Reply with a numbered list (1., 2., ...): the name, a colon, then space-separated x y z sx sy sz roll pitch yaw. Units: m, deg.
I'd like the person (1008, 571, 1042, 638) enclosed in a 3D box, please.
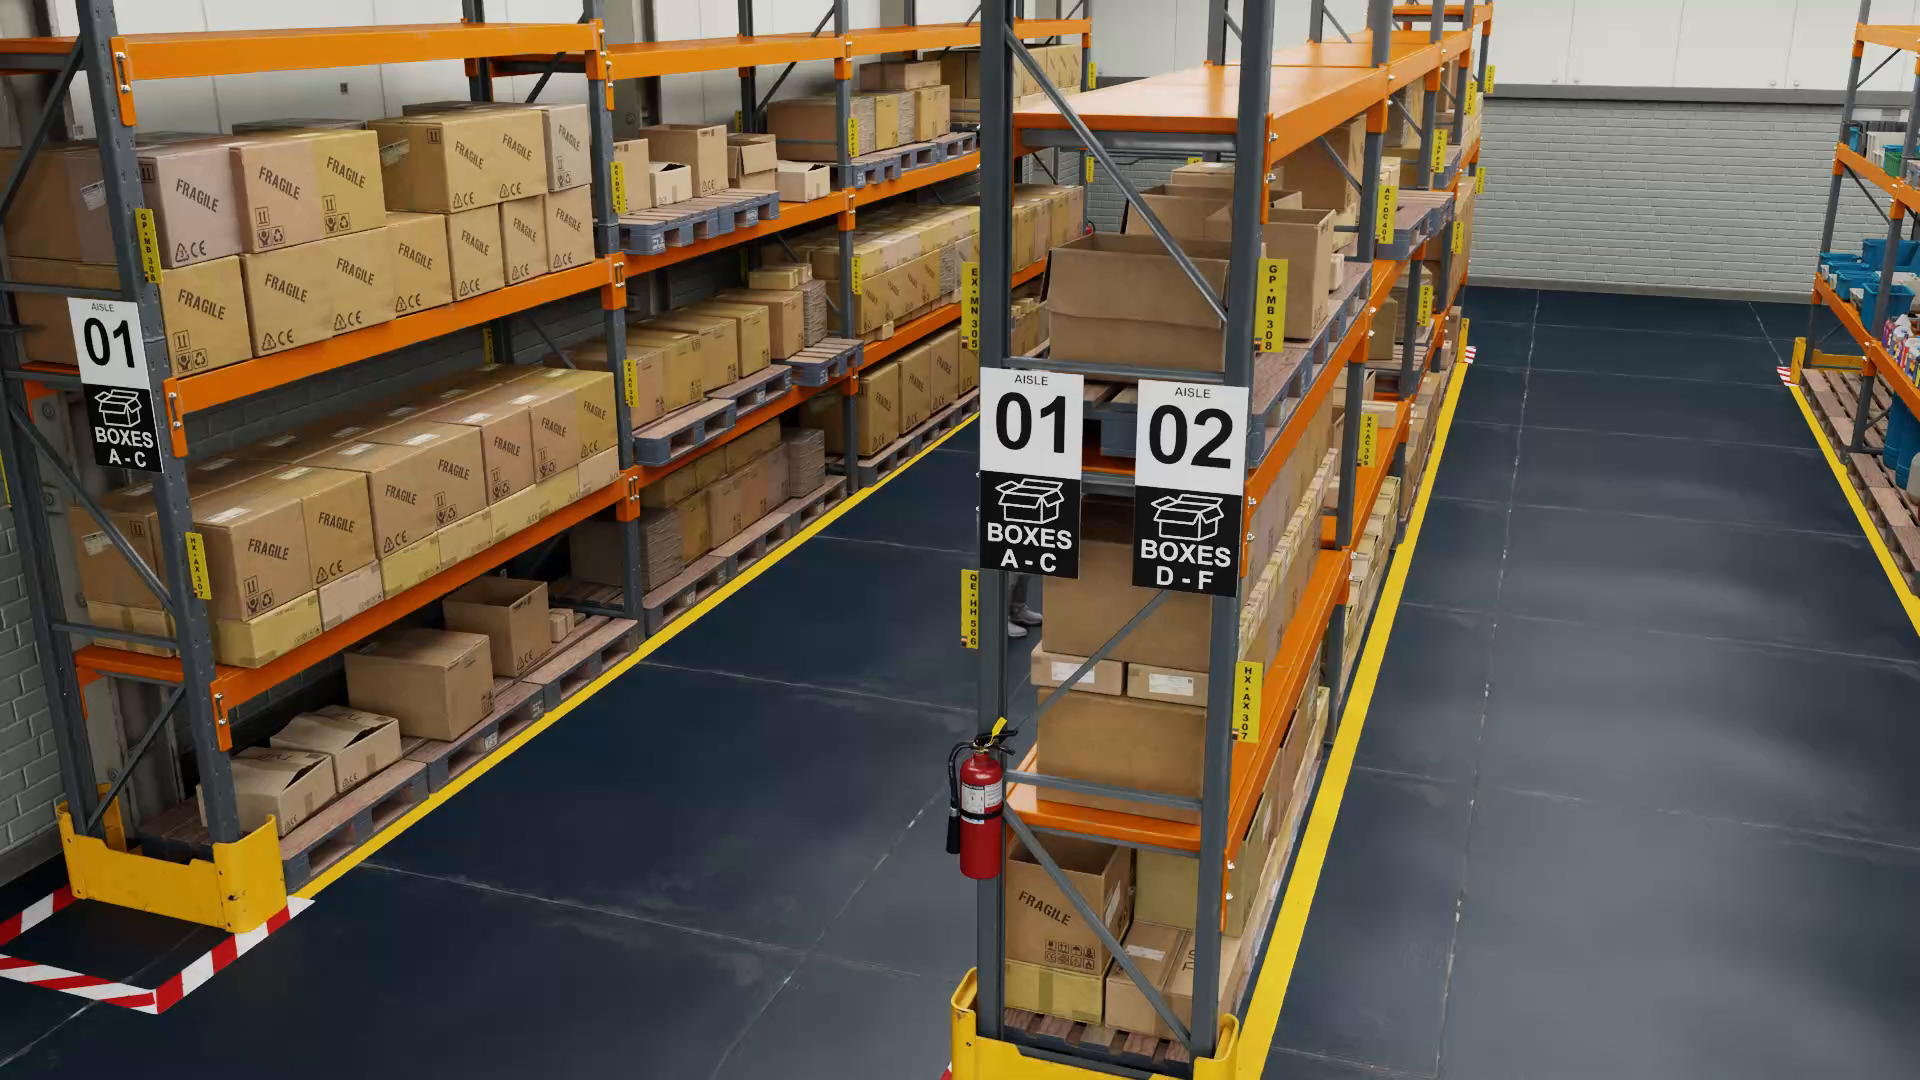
1. person: 0.387 -0.208 12.129 0.470 1.779 0.546 6 19 17
